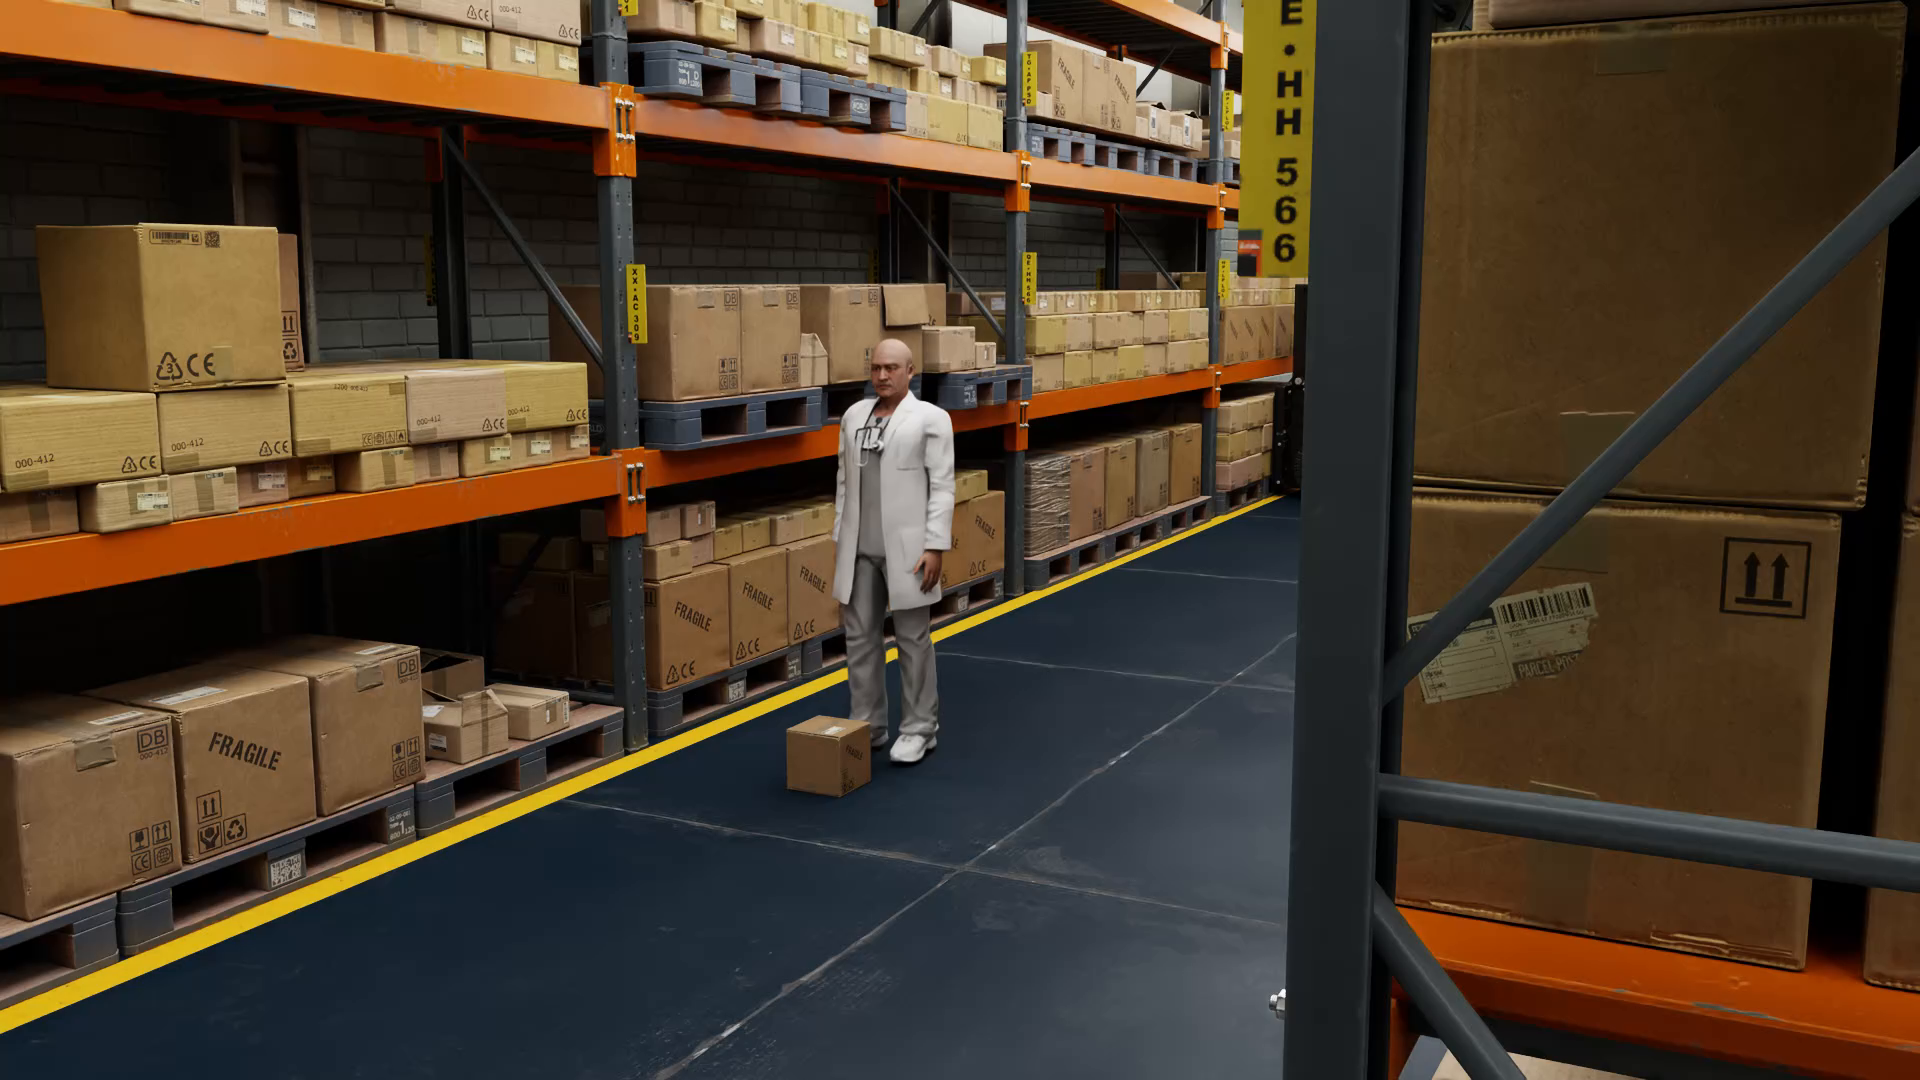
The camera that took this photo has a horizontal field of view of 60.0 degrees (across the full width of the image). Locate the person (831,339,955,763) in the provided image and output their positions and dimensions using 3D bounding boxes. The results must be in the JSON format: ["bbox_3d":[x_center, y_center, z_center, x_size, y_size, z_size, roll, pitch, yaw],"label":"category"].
[{"bbox_3d":[-0.311,0.058,7.061,0.583,1.812,0.426,4,10,26],"label":"person"}]
